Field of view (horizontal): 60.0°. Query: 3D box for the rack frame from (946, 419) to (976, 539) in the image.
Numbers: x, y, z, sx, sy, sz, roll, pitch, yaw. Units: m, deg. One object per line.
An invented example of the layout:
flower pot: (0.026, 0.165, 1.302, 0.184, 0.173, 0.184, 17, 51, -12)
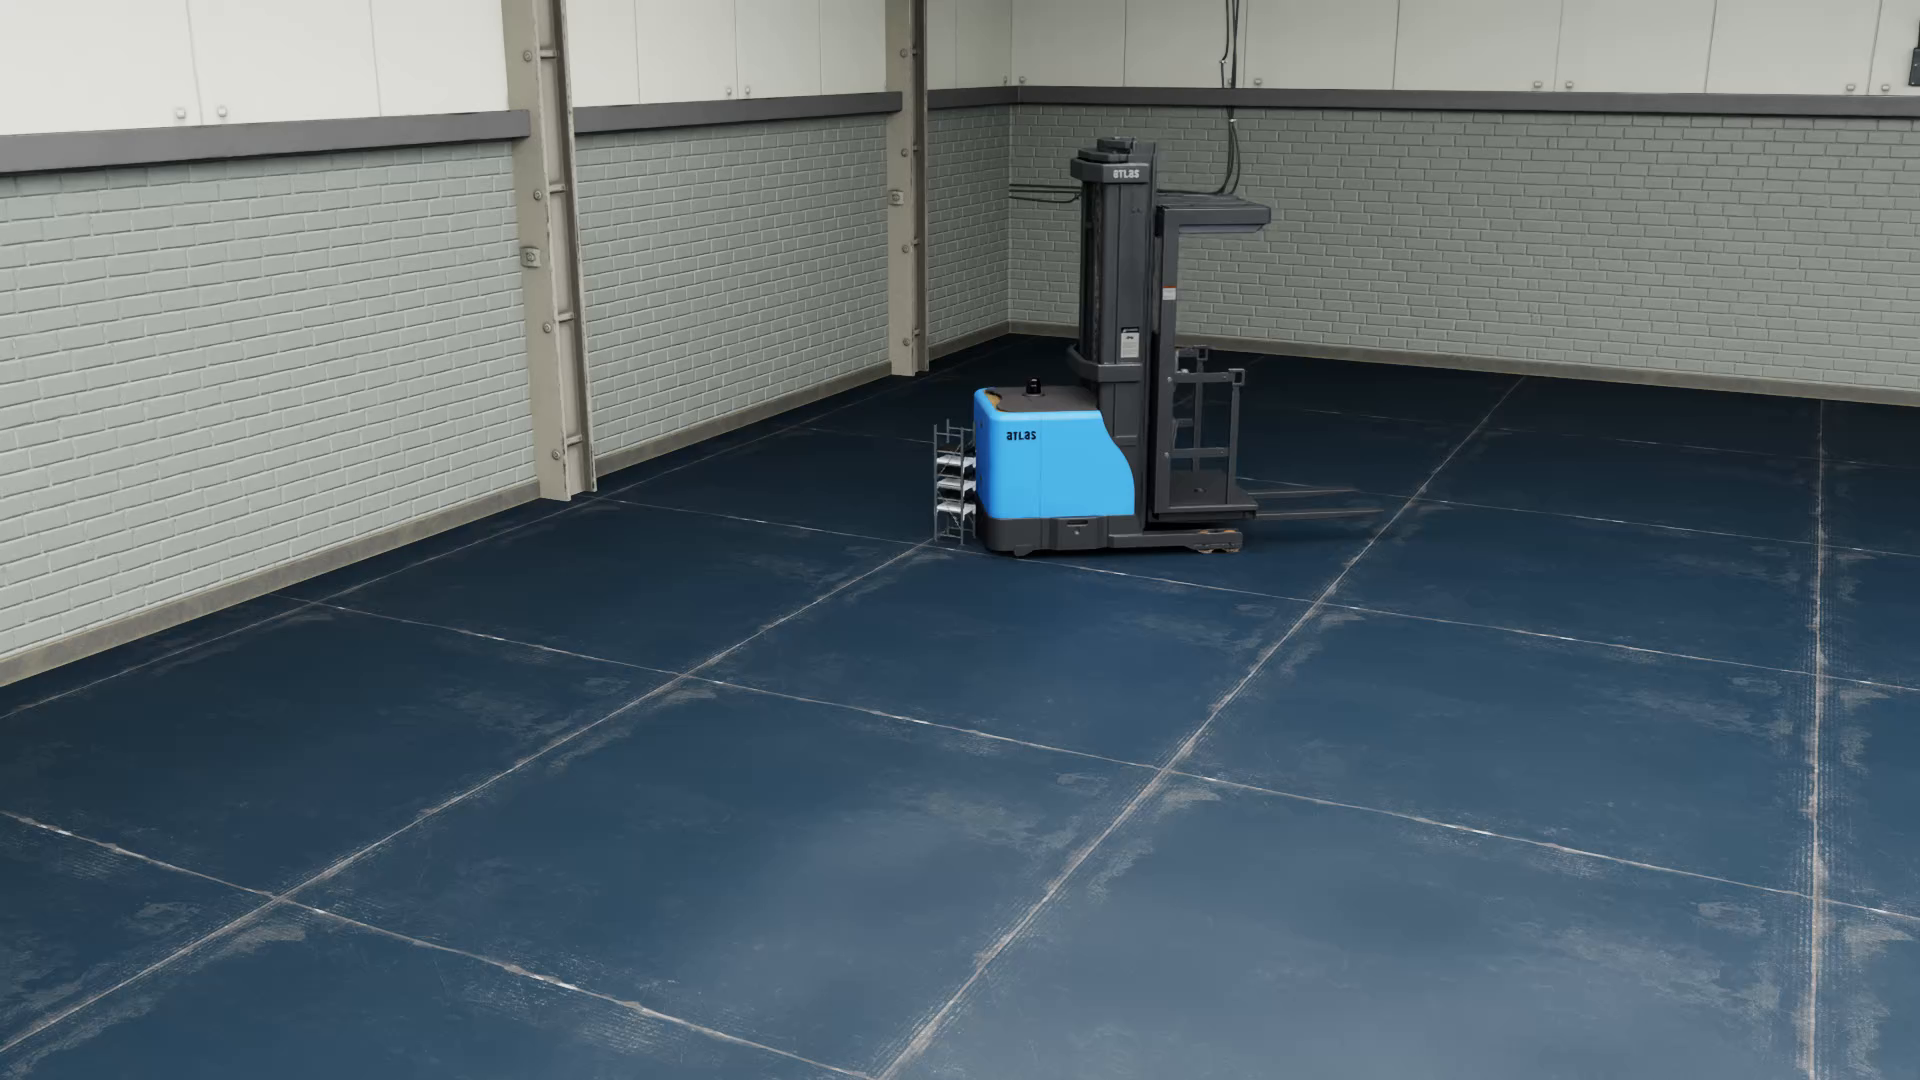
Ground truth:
rack frame: (0.007, -0.454, 12.472, 0.240, 0.900, 0.006, 8, 18, 25)

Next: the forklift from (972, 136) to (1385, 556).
forklift: (1.647, -1.452, 12.266, 3.031, 2.935, 1.130, -2, 17, -7)

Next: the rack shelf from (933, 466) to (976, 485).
rack shelf: (-0.038, -0.482, 12.369, 0.258, 0.077, 0.200, 8, 18, 25)

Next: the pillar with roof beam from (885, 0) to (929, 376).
pillar with roof beam: (3.271, -5.680, 15.844, 9.100, 9.000, 0.400, 8, 18, 25)

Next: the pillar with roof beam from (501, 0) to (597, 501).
pillar with roof beam: (0.590, -4.152, 10.699, 9.100, 9.000, 0.400, 8, 18, 25)

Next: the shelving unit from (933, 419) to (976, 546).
shelving unit: (-0.038, -0.428, 12.385, 0.258, 0.900, 0.210, 8, 18, 25)

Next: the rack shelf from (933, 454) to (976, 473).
rack shelf: (-0.038, -0.569, 12.343, 0.258, 0.077, 0.200, 8, 18, 25)

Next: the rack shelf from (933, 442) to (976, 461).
rack shelf: (-0.038, -0.655, 12.318, 0.258, 0.077, 0.200, 8, 18, 25)

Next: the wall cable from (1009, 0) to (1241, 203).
wall cable: (1.919, -5.322, 20.090, 3.097, 2.526, 0.112, 8, 18, 25)

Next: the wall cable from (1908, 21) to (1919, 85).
wall cable: (10.405, -7.229, 15.084, 2.305, 6.003, 0.169, 8, 18, 25)

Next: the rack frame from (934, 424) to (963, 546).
rack frame: (-0.083, -0.402, 12.298, 0.240, 0.900, 0.006, 8, 18, 25)

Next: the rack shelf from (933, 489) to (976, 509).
rack shelf: (-0.038, -0.310, 12.420, 0.258, 0.077, 0.200, 8, 18, 25)

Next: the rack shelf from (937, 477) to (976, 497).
rack shelf: (-0.038, -0.396, 12.394, 0.258, 0.077, 0.200, 8, 18, 25)

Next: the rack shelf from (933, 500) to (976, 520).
rack shelf: (-0.038, -0.224, 12.446, 0.258, 0.077, 0.200, 8, 18, 25)
